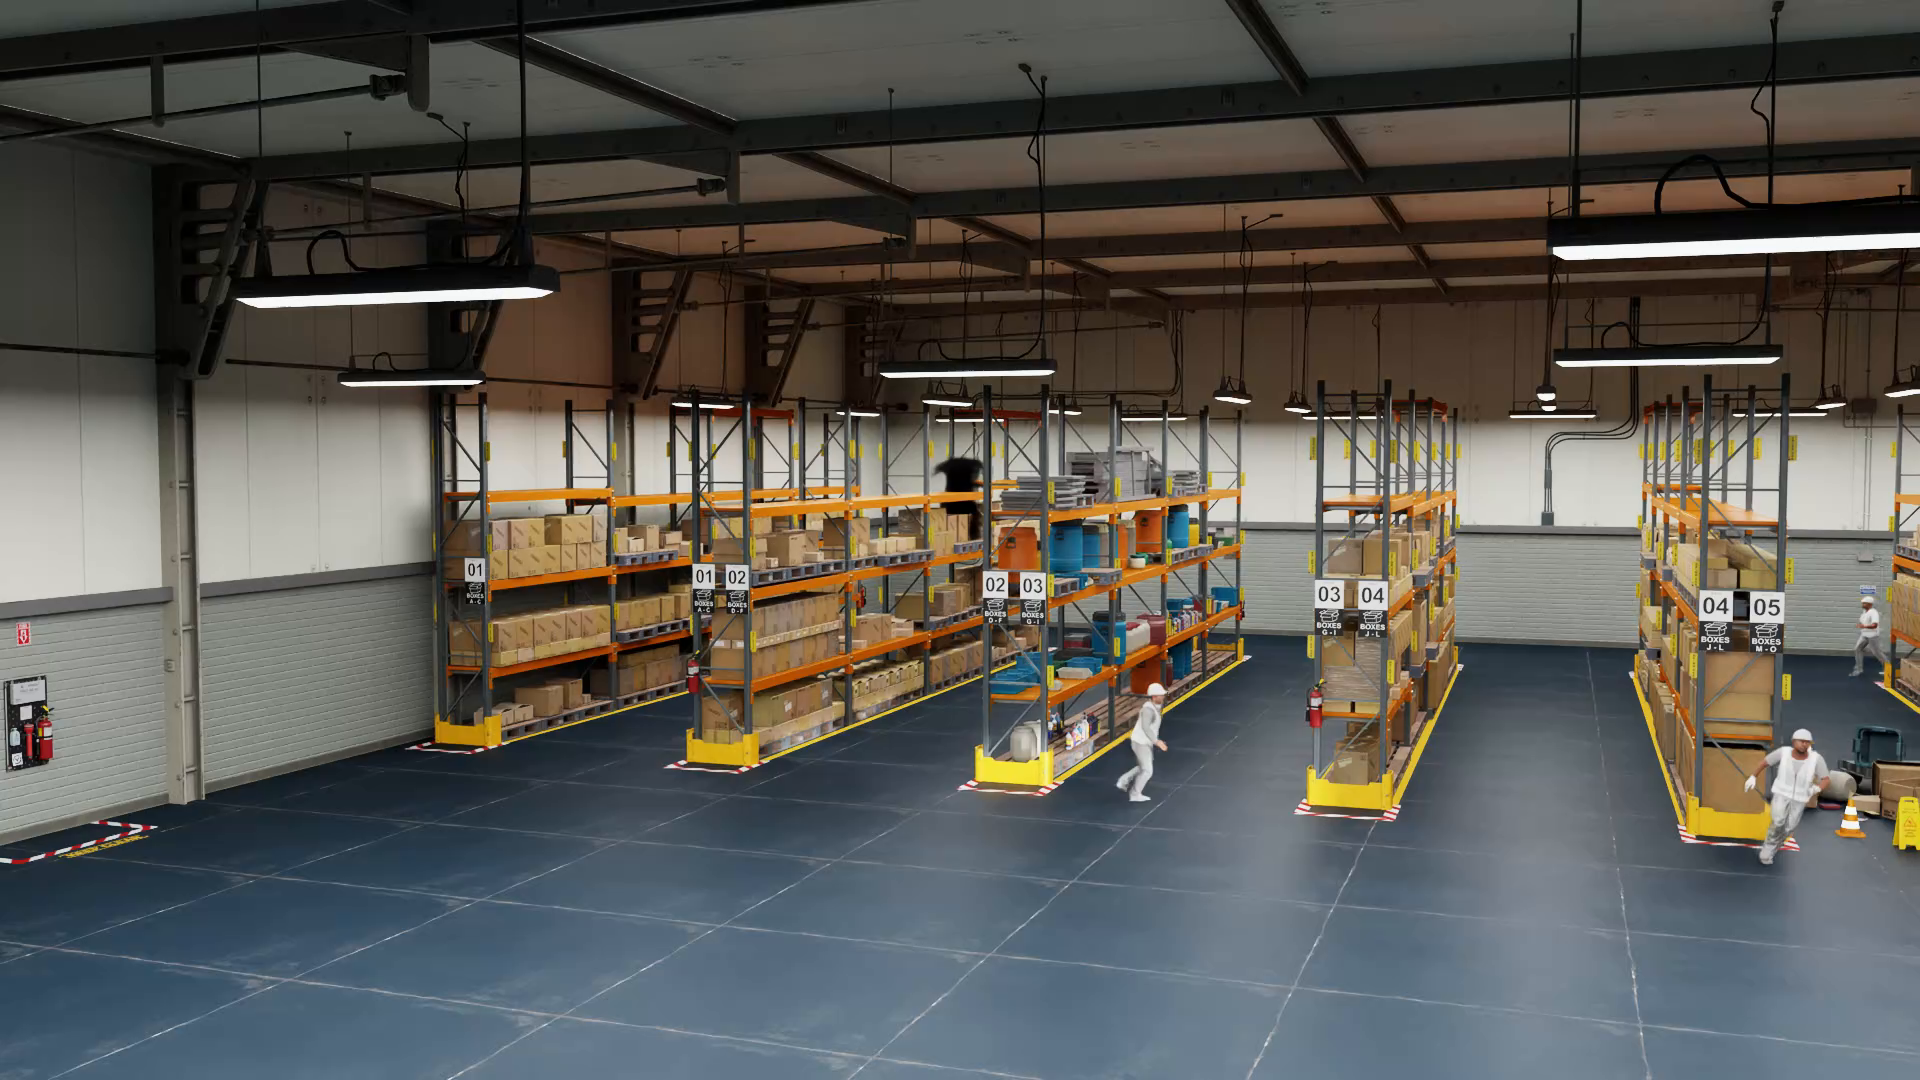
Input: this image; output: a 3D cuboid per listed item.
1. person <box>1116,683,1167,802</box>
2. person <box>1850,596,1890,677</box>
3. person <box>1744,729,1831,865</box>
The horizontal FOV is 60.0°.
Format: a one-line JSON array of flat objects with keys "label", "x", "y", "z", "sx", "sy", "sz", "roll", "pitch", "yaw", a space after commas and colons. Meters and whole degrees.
[{"label": "person", "x": 2.596, "y": 2.887, "z": 23.771, "sx": 0.757, "sy": 1.705, "sz": 0.632, "roll": 1, "pitch": 3, "yaw": 12}, {"label": "person", "x": 20.230, "y": 2.151, "z": 36.880, "sx": 0.855, "sy": 1.804, "sz": 0.694, "roll": 0, "pitch": 3, "yaw": 6}, {"label": "person", "x": 9.987, "y": 3.103, "z": 20.009, "sx": 0.861, "sy": 1.686, "sz": 0.727, "roll": 1, "pitch": 3, "yaw": 12}]
